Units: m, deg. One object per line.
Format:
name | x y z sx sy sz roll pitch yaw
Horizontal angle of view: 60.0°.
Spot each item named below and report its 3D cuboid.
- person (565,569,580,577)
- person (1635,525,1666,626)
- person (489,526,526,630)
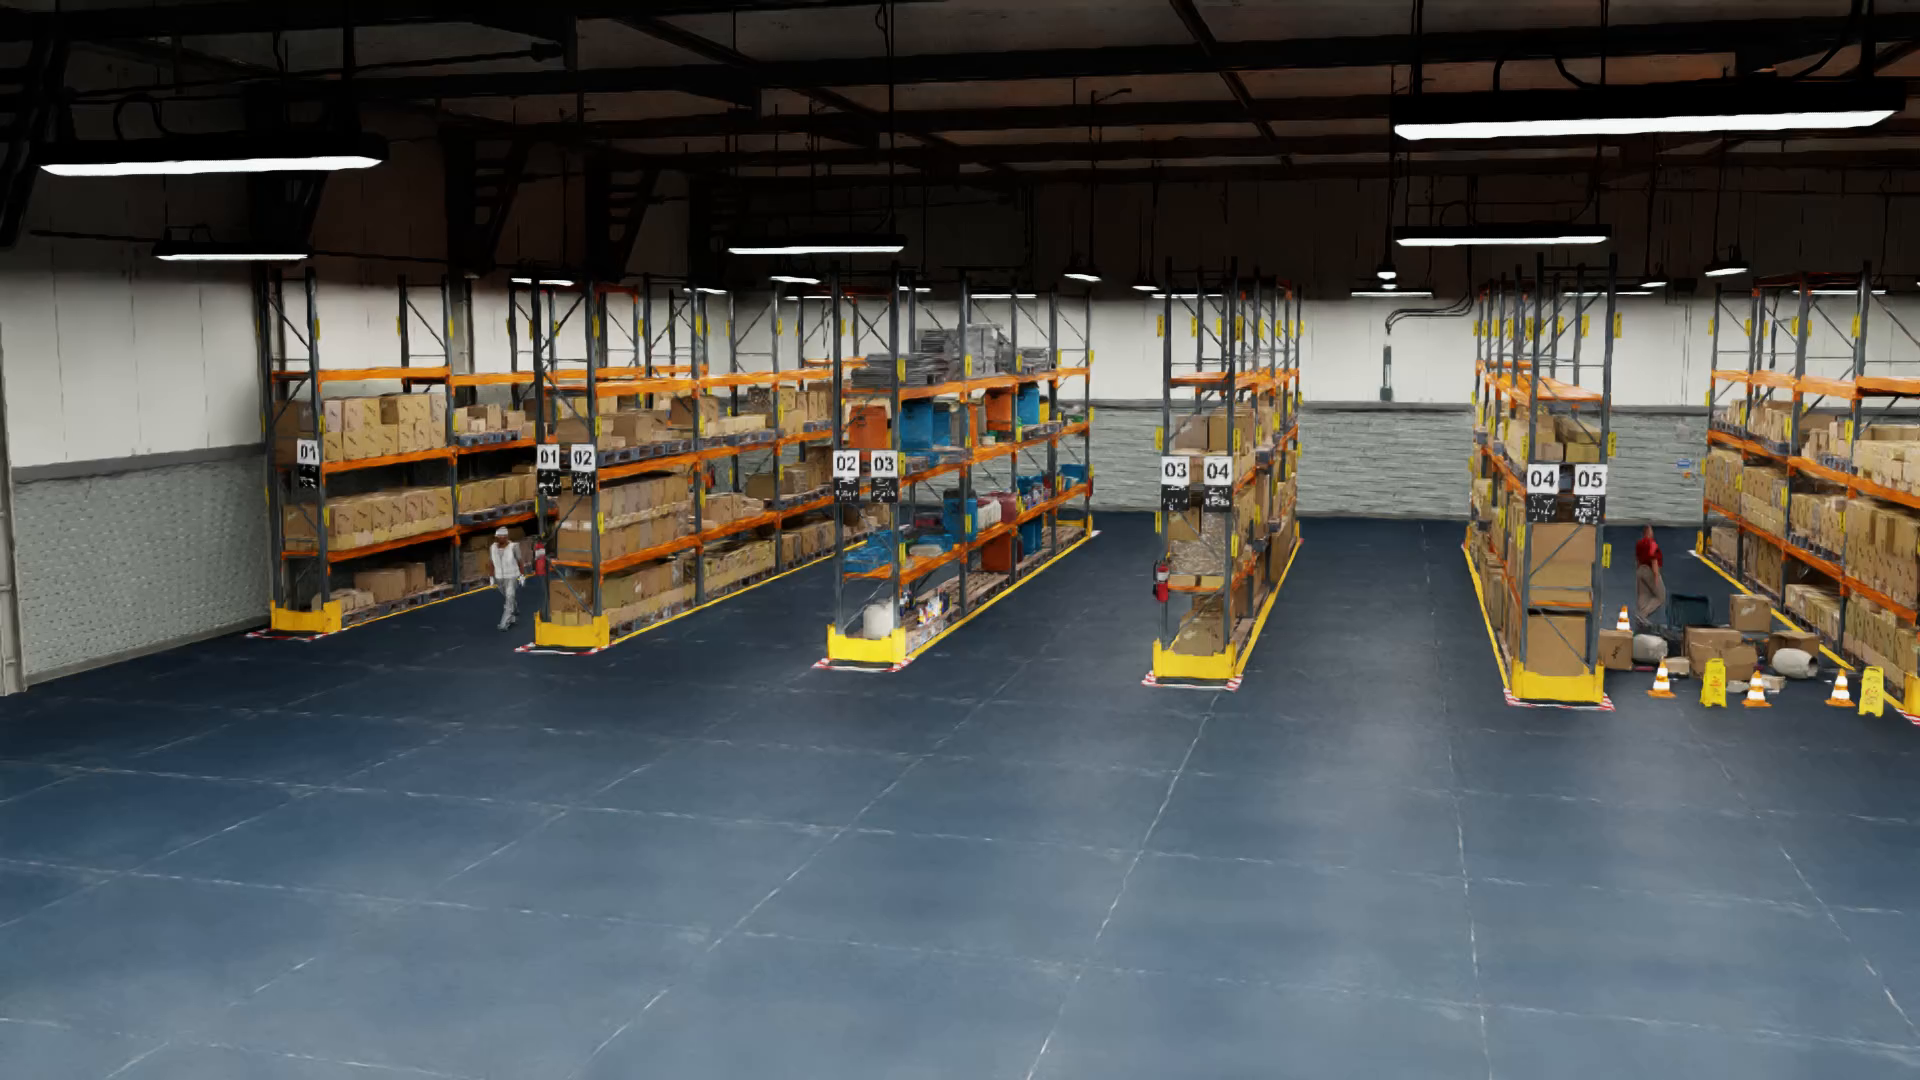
person | -7.385 0.064 31.977 0.492 1.767 0.627 -2 7 -13
person | 11.550 0.607 27.952 0.459 1.725 0.578 -2 7 -12
person | -7.632 0.610 27.851 0.571 1.701 1.112 2 7 13
